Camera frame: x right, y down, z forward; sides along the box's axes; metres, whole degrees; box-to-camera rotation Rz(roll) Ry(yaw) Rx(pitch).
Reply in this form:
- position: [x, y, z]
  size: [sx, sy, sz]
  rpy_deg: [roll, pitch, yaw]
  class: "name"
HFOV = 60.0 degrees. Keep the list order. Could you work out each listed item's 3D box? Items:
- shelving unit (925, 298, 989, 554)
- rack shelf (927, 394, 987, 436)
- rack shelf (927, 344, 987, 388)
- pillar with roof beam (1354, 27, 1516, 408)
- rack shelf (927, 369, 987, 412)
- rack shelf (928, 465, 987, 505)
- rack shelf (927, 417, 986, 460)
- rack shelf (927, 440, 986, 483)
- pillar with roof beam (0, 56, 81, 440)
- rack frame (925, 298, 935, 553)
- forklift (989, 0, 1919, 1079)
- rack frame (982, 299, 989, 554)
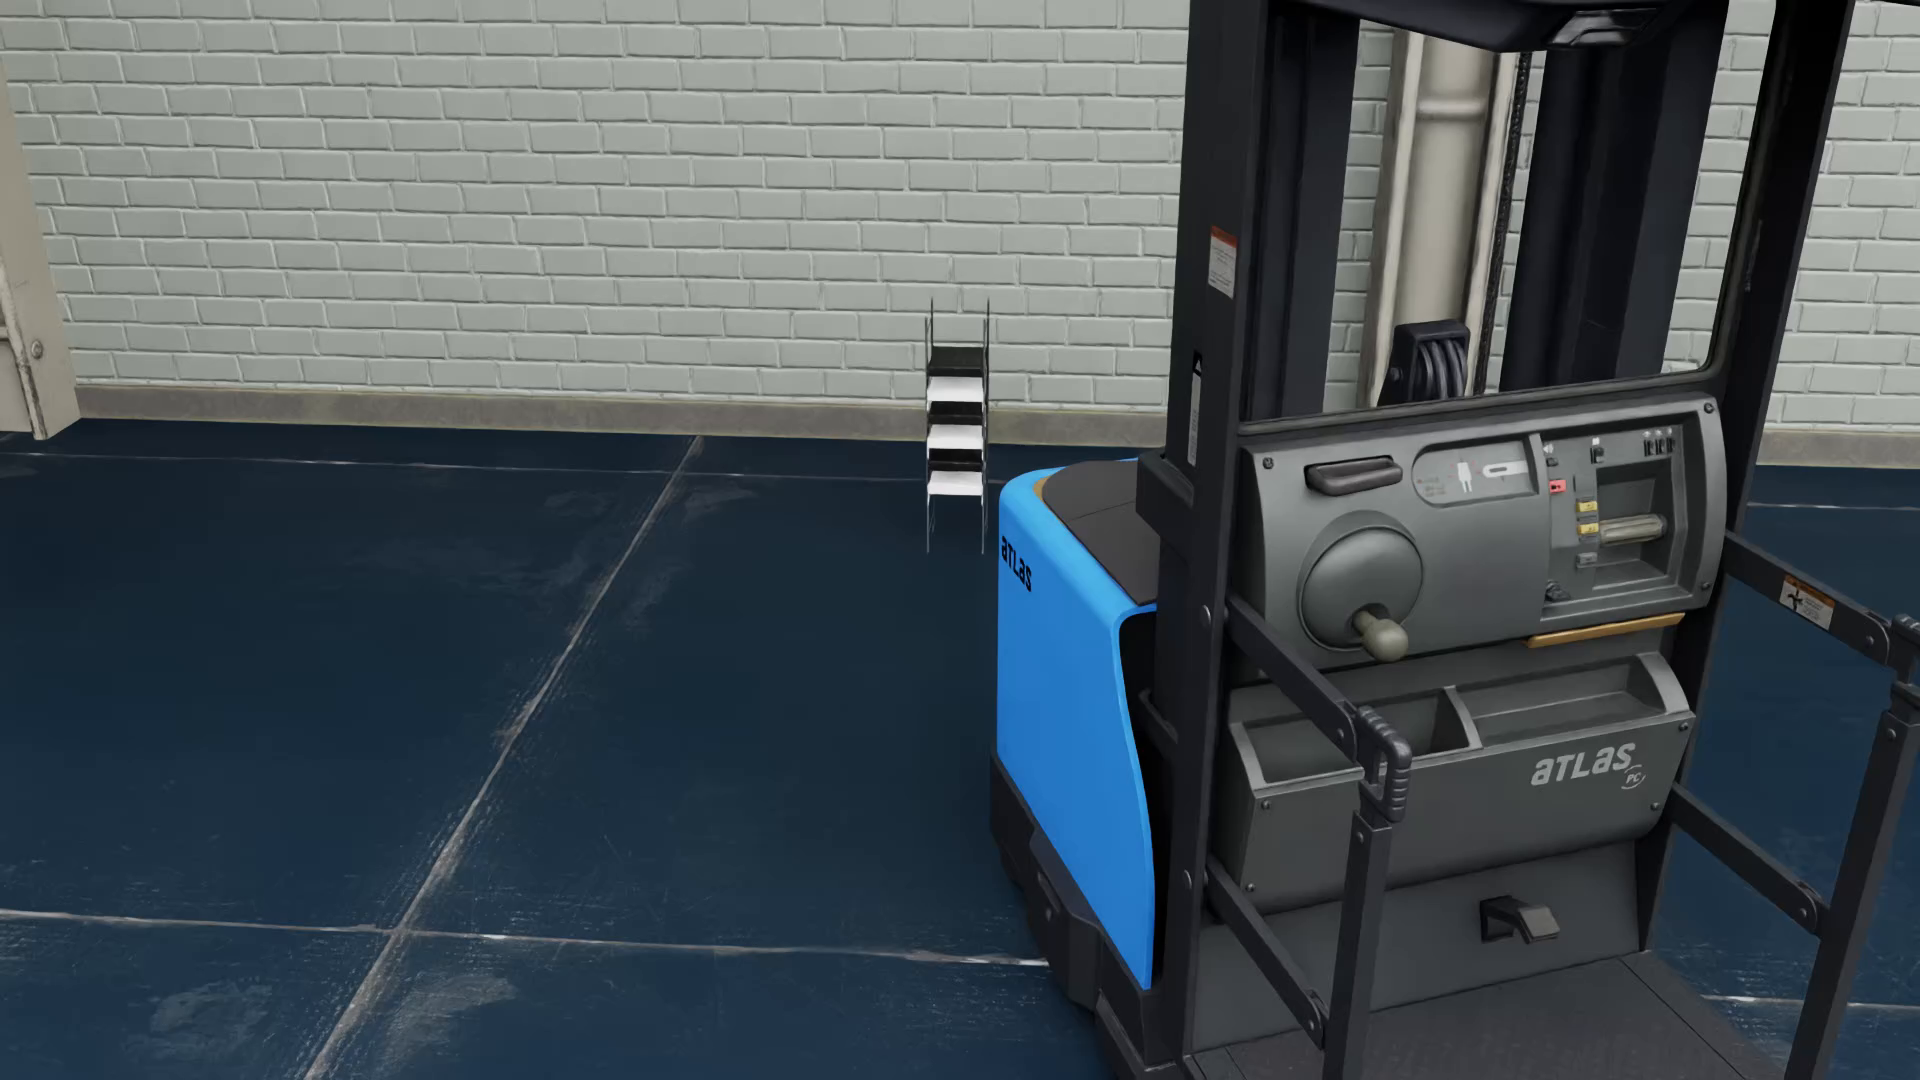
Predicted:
- position: [-0.008, -0.409, 6.062]
  size: [0.210, 0.900, 0.258]
  rpy_deg: [2, 25, 4]
  class: "shelving unit"
- position: [-0.008, -0.461, 6.039]
  size: [0.200, 0.077, 0.258]
  rpy_deg: [2, 25, 4]
  class: "rack shelf"
- position: [-0.008, -0.624, 5.964]
  size: [0.200, 0.077, 0.258]
  rpy_deg: [2, 25, 4]
  class: "rack shelf"
- position: [1.515, -2.605, 1.146]
  size: [0.400, 9.000, 9.100]
  rpy_deg: [2, 25, 4]
  class: "pillar with roof beam"
- position: [-0.008, -0.542, 6.001]
  size: [0.200, 0.077, 0.258]
  rpy_deg: [2, 25, 4]
  class: "rack shelf"
- position: [-0.008, -0.215, 6.152]
  size: [0.200, 0.077, 0.258]
  rpy_deg: [2, 25, 4]
  class: "rack shelf"
- position: [-0.008, -0.379, 6.076]
  size: [0.200, 0.077, 0.258]
  rpy_deg: [2, 25, 4]
  class: "rack shelf"
- position: [-0.008, -0.297, 6.114]
  size: [0.200, 0.077, 0.258]
  rpy_deg: [2, 25, 4]
  class: "rack shelf"
- position: [-4.467, -2.797, 1.563]
  size: [0.400, 9.000, 9.100]
  rpy_deg: [2, 25, 4]
  class: "pillar with roof beam"
- position: [-0.109, -0.412, 6.070]
  size: [0.006, 0.900, 0.240]
  rpy_deg: [2, 25, 4]
  class: "rack frame"
- position: [1.006, 0.007, 2.728]
  size: [1.130, 2.935, 3.031]
  rpy_deg: [-7, 26, -16]
  class: "forklift"
- position: [0.093, -0.406, 6.055]
  size: [0.006, 0.900, 0.240]
  rpy_deg: [2, 25, 4]
  class: "rack frame"
